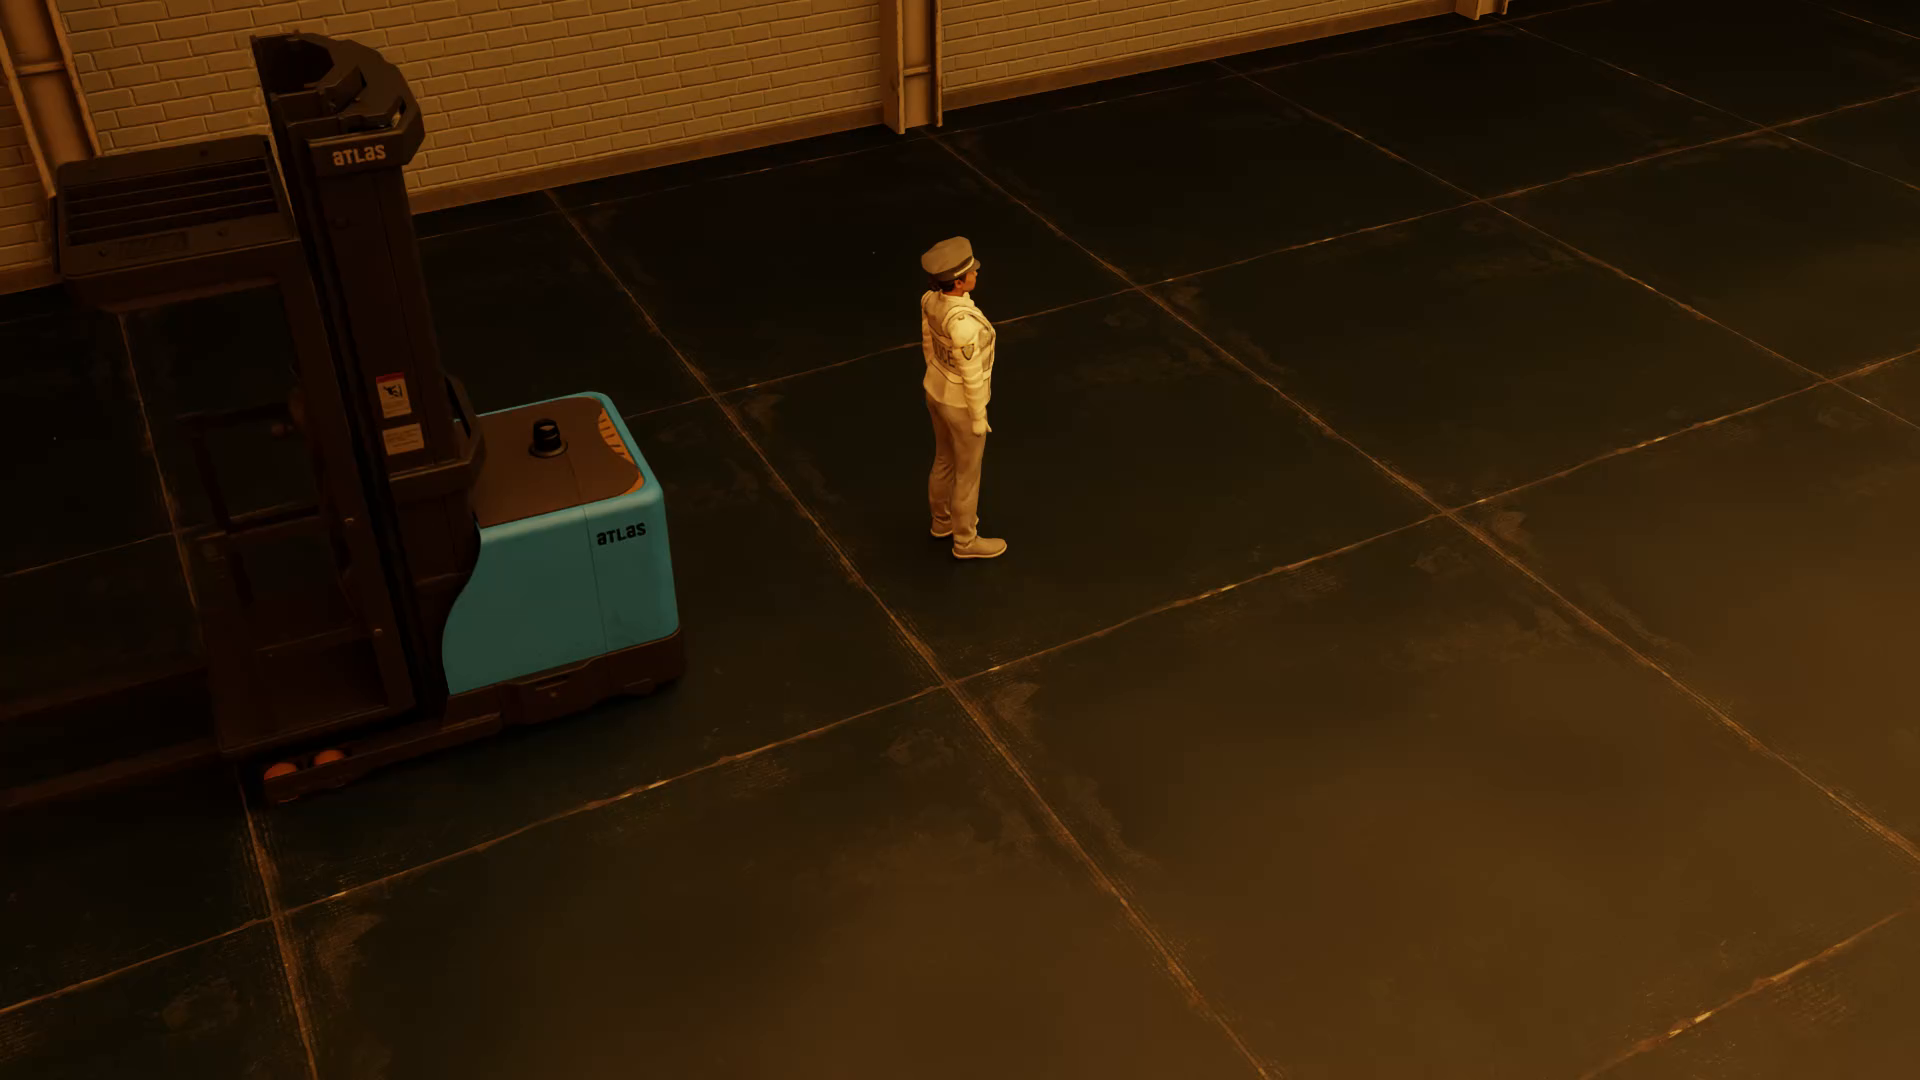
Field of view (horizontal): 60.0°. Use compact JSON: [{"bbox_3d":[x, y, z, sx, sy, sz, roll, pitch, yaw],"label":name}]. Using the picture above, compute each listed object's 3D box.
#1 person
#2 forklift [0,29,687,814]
[{"bbox_3d":[-0.003,-0.692,8.179,0.354,1.694,0.461,-17,39,-23],"label":"person"},{"bbox_3d":[-2.826,-0.430,6.731,3.031,2.935,1.130,-15,38,-20],"label":"forklift"}]
